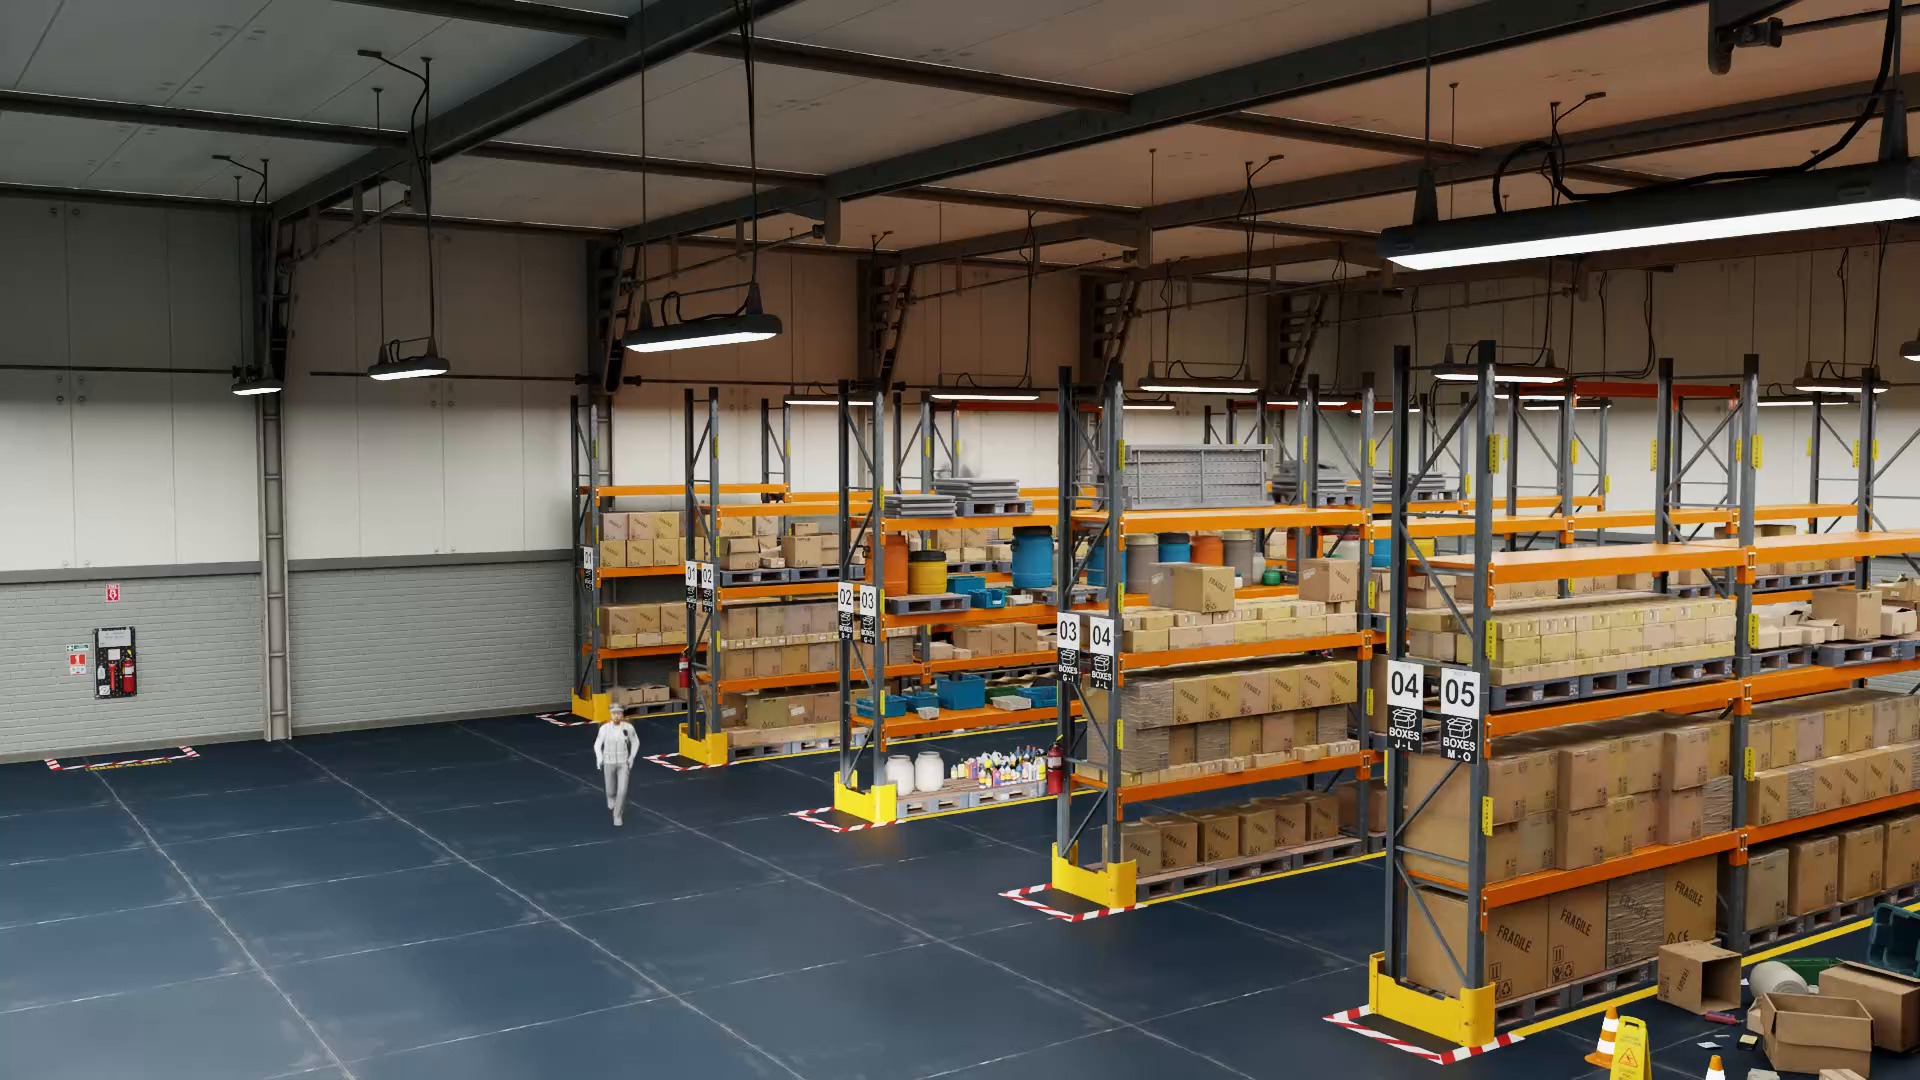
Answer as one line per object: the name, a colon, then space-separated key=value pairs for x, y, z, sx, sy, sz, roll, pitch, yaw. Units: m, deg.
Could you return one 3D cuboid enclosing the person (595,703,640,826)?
person: x=-4.635 y=2.999 z=22.511 sx=0.607 sy=1.651 sz=0.586 roll=-1 pitch=4 yaw=-11
